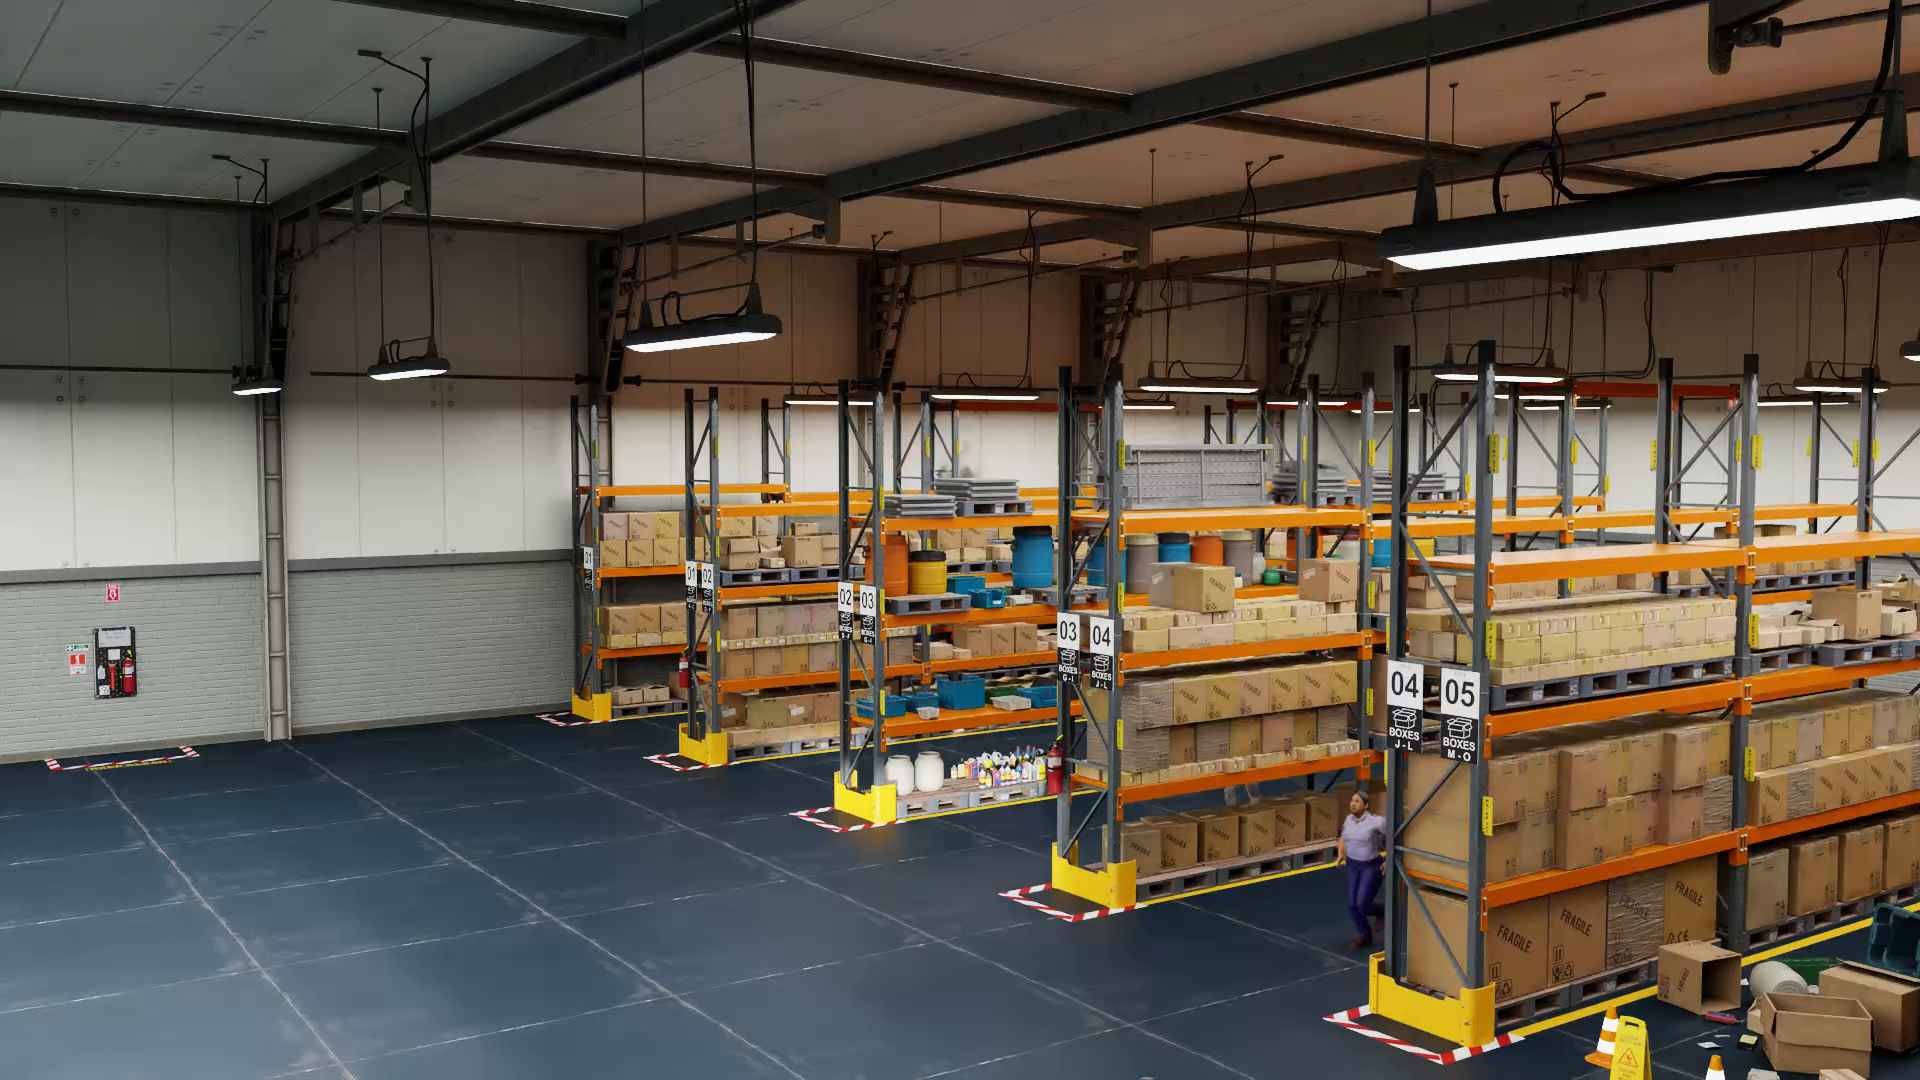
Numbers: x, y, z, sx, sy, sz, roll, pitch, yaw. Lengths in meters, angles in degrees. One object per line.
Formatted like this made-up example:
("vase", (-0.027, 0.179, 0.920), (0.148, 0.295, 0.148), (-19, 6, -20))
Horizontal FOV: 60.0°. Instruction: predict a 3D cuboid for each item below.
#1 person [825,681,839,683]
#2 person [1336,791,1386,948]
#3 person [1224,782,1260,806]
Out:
("person", (-2.324, 2.509, 30.445), (0.545, 1.644, 0.649), (3, 5, 44))
("person", (4.113, 3.356, 16.908), (0.615, 1.609, 0.627), (-3, 5, -41))
("person", (3.887, 2.975, 22.926), (0.671, 1.736, 0.592), (-3, 4, -40))
